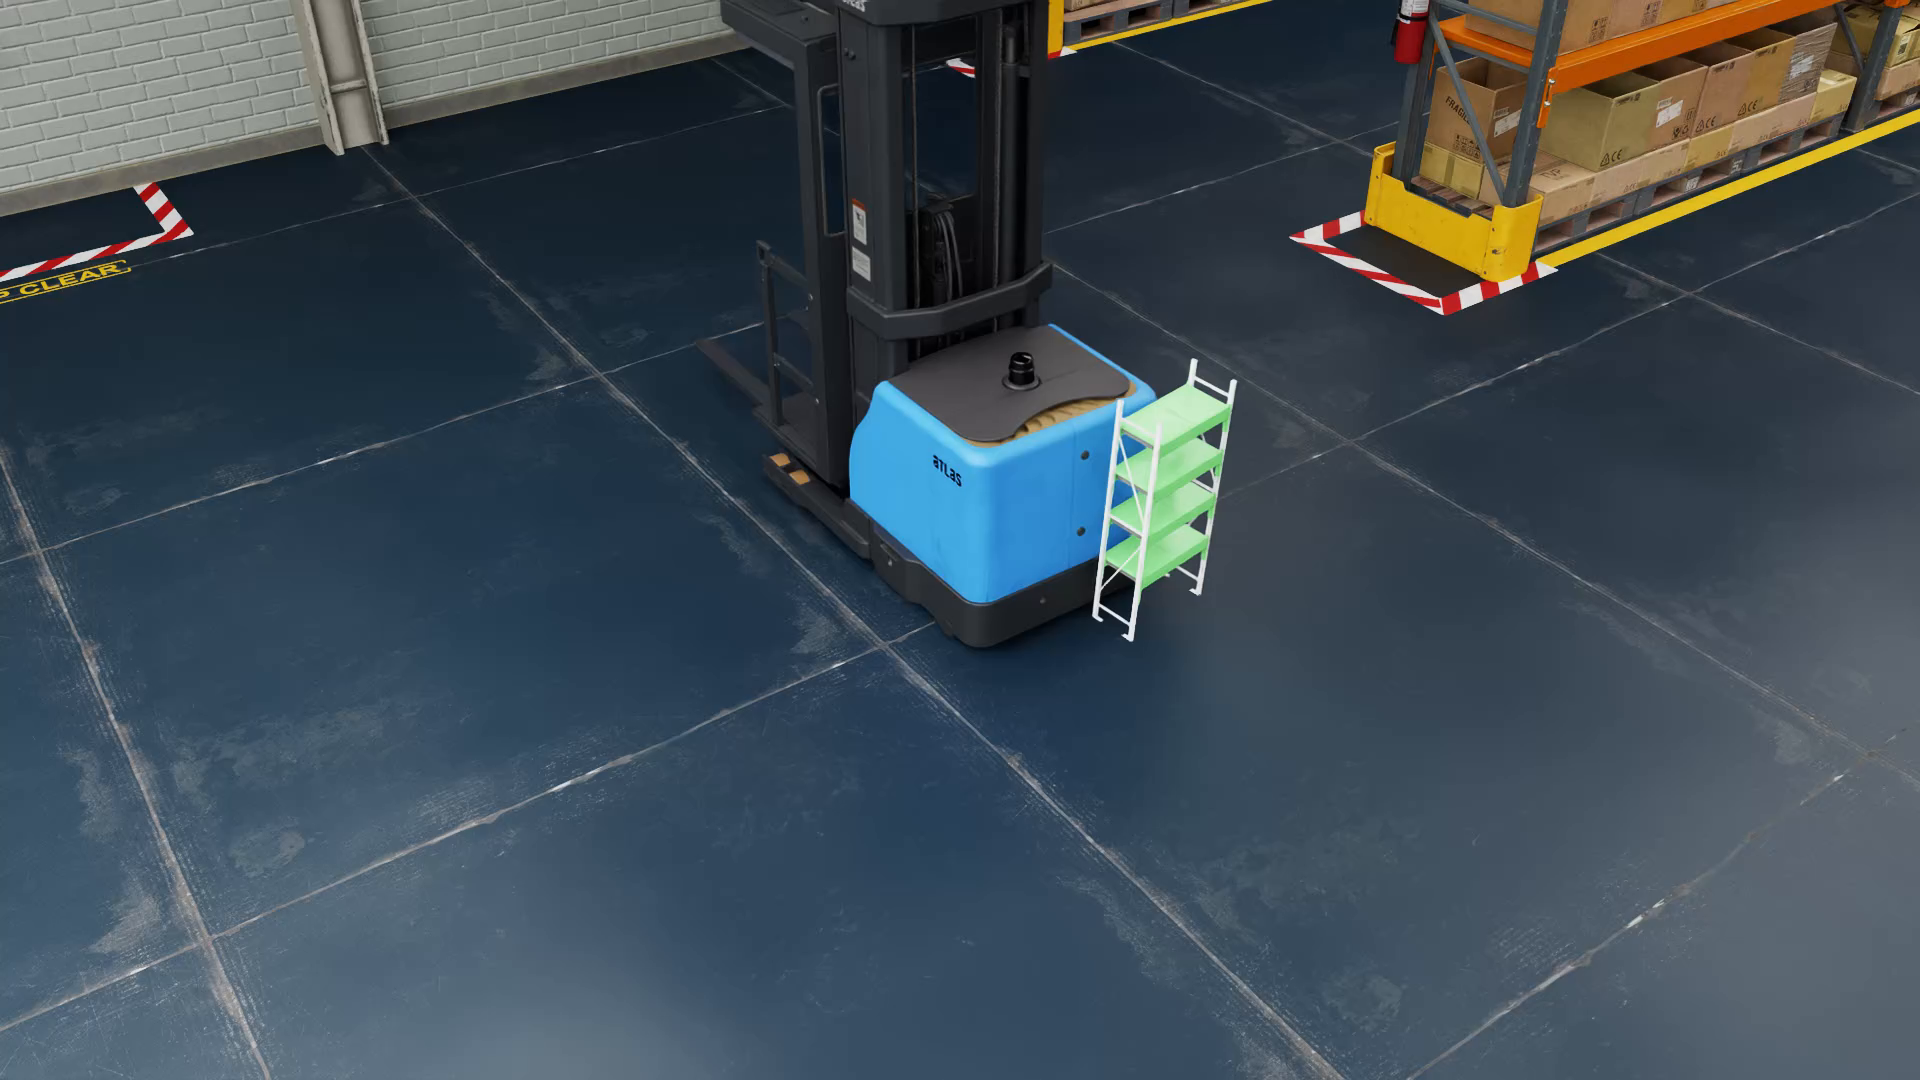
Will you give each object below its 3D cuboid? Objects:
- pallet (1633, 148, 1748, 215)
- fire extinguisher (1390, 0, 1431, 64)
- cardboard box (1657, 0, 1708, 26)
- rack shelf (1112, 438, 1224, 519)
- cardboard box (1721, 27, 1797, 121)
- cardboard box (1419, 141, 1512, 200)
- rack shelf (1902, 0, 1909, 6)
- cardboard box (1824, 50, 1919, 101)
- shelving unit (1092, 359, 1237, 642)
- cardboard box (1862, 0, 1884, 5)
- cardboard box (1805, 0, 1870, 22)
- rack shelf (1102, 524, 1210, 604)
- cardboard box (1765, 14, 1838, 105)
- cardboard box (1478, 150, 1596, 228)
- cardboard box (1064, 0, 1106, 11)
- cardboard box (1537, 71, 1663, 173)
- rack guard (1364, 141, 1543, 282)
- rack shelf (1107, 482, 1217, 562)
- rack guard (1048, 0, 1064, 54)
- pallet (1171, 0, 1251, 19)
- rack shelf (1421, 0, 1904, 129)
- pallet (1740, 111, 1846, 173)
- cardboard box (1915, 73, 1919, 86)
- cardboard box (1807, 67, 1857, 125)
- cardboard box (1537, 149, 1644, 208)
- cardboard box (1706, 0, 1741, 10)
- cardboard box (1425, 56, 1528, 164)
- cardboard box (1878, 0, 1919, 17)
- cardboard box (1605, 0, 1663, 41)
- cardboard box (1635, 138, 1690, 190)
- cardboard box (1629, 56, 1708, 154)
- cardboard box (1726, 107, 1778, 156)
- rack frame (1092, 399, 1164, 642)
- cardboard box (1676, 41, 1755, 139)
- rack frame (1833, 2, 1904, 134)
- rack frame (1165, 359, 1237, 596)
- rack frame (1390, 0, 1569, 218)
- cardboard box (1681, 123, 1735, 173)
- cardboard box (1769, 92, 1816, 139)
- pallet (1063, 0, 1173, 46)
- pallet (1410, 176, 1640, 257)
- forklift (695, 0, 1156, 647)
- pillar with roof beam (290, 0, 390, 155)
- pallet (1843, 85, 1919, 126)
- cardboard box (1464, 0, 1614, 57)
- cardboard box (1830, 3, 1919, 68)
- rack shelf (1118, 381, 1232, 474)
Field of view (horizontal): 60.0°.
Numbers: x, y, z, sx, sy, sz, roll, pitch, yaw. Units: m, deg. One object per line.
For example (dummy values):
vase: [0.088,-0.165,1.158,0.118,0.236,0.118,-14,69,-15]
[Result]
pallet: [4.803,-2.730,11.865,1.213,0.211,1.003,-22,41,-28]
fire extinguisher: [2.841,-3.327,10.373,0.183,0.674,0.296,-22,41,-28]
cardboard box: [4.430,-3.711,10.756,0.500,0.500,0.700,-22,41,-28]
rack shelf: [0.910,-0.302,7.329,0.480,0.148,0.258,-30,49,-35]
cardboard box: [5.400,-3.288,11.605,0.500,0.500,0.500,-22,41,-28]
cardboard box: [3.474,-2.552,11.225,0.500,0.250,0.500,-22,41,-28]
rack shelf: [8.110,-4.903,13.114,4.000,0.370,1.077,-22,41,-28]
cardboard box: [6.948,-3.594,12.673,0.500,0.250,0.500,-23,42,-29]
shelving unit: [0.902,-0.164,7.438,0.503,1.200,0.258,-30,49,-35]
cardboard box: [7.063,-4.255,13.112,0.500,0.311,0.500,-21,41,-27]
cardboard box: [6.641,-4.077,12.865,0.500,0.311,0.500,-22,41,-28]
rack shelf: [0.890,0.075,7.625,0.480,0.148,0.258,-30,49,-35]
cardboard box: [5.807,-3.458,11.842,0.500,0.500,0.500,-22,41,-28]
cardboard box: [3.772,-2.305,10.881,0.500,0.250,0.500,-22,41,-28]
cardboard box: [0.966,-4.816,14.304,0.500,0.311,0.500,-28,44,-33]
cardboard box: [4.180,-2.779,10.897,0.500,0.500,0.500,-22,41,-28]
rack guard: [3.186,-2.154,10.816,0.348,0.500,1.175,-22,41,-28]
rack shelf: [0.900,-0.114,7.477,0.480,0.148,0.258,-30,49,-35]
rack guard: [0.411,-4.550,14.149,0.348,0.500,1.175,-22,41,-28]
pallet: [2.092,-5.097,15.157,1.213,0.211,1.003,-22,41,-28]
rack shelf: [4.840,-3.557,11.243,4.000,0.370,1.077,-22,41,-28]
pallet: [5.801,-3.143,12.439,1.213,0.211,1.003,-22,41,-28]
cardboard box: [7.366,-3.765,12.911,0.500,0.250,0.500,-21,41,-27]
cardboard box: [6.222,-3.316,12.287,0.500,0.250,0.500,-22,41,-28]
cardboard box: [4.179,-2.475,11.118,0.500,0.250,0.500,-22,41,-28]
cardboard box: [4.858,-3.890,11.004,0.500,0.500,0.700,-21,41,-27]
cardboard box: [3.472,-2.858,11.007,0.500,0.500,0.500,-22,41,-28]
cardboard box: [7.369,-3.990,12.744,0.500,0.311,0.500,-23,42,-28]
cardboard box: [4.021,-3.547,10.527,0.500,0.500,0.700,-21,41,-27]
cardboard box: [4.588,-2.643,11.351,0.500,0.250,0.500,-22,41,-28]
cardboard box: [4.581,-2.953,11.140,0.500,0.500,0.500,-22,41,-28]
cardboard box: [5.407,-2.977,11.816,0.500,0.250,0.500,-22,41,-28]
rack frame: [0.728,-0.064,7.299,0.015,1.200,0.240,-30,49,-35]
cardboard box: [5.000,-3.113,11.362,0.500,0.500,0.500,-22,41,-28]
rack frame: [6.475,-4.522,11.969,0.127,3.000,1.000,-22,41,-28]
rack frame: [1.077,-0.264,7.576,0.015,1.200,0.240,-30,49,-35]
rack frame: [3.206,-3.177,10.098,0.127,3.000,1.000,-22,41,-28]
cardboard box: [4.999,-2.809,11.582,0.500,0.250,0.500,-22,41,-28]
cardboard box: [5.808,-3.153,12.060,0.500,0.250,0.500,-22,41,-28]
pallet: [1.095,-4.690,14.590,1.213,0.211,1.003,-22,41,-28]
pallet: [3.806,-2.322,11.297,1.213,0.211,1.003,-22,41,-28]
forklift: [-0.367,-1.525,7.860,1.130,2.935,3.031,-22,41,-28]
pillar with roof beam: [-2.002,-4.551,6.870,0.400,9.000,9.100,-22,41,-28]
pallet: [7.055,-3.657,13.153,1.213,0.211,1.003,-22,41,-28]
cardboard box: [3.594,-3.368,10.279,0.500,0.500,0.700,-22,41,-28]
cardboard box: [6.956,-3.824,12.513,0.500,0.311,0.500,-22,41,-28]
rack shelf: [0.919,-0.491,7.181,0.480,0.148,0.258,-30,49,-35]
